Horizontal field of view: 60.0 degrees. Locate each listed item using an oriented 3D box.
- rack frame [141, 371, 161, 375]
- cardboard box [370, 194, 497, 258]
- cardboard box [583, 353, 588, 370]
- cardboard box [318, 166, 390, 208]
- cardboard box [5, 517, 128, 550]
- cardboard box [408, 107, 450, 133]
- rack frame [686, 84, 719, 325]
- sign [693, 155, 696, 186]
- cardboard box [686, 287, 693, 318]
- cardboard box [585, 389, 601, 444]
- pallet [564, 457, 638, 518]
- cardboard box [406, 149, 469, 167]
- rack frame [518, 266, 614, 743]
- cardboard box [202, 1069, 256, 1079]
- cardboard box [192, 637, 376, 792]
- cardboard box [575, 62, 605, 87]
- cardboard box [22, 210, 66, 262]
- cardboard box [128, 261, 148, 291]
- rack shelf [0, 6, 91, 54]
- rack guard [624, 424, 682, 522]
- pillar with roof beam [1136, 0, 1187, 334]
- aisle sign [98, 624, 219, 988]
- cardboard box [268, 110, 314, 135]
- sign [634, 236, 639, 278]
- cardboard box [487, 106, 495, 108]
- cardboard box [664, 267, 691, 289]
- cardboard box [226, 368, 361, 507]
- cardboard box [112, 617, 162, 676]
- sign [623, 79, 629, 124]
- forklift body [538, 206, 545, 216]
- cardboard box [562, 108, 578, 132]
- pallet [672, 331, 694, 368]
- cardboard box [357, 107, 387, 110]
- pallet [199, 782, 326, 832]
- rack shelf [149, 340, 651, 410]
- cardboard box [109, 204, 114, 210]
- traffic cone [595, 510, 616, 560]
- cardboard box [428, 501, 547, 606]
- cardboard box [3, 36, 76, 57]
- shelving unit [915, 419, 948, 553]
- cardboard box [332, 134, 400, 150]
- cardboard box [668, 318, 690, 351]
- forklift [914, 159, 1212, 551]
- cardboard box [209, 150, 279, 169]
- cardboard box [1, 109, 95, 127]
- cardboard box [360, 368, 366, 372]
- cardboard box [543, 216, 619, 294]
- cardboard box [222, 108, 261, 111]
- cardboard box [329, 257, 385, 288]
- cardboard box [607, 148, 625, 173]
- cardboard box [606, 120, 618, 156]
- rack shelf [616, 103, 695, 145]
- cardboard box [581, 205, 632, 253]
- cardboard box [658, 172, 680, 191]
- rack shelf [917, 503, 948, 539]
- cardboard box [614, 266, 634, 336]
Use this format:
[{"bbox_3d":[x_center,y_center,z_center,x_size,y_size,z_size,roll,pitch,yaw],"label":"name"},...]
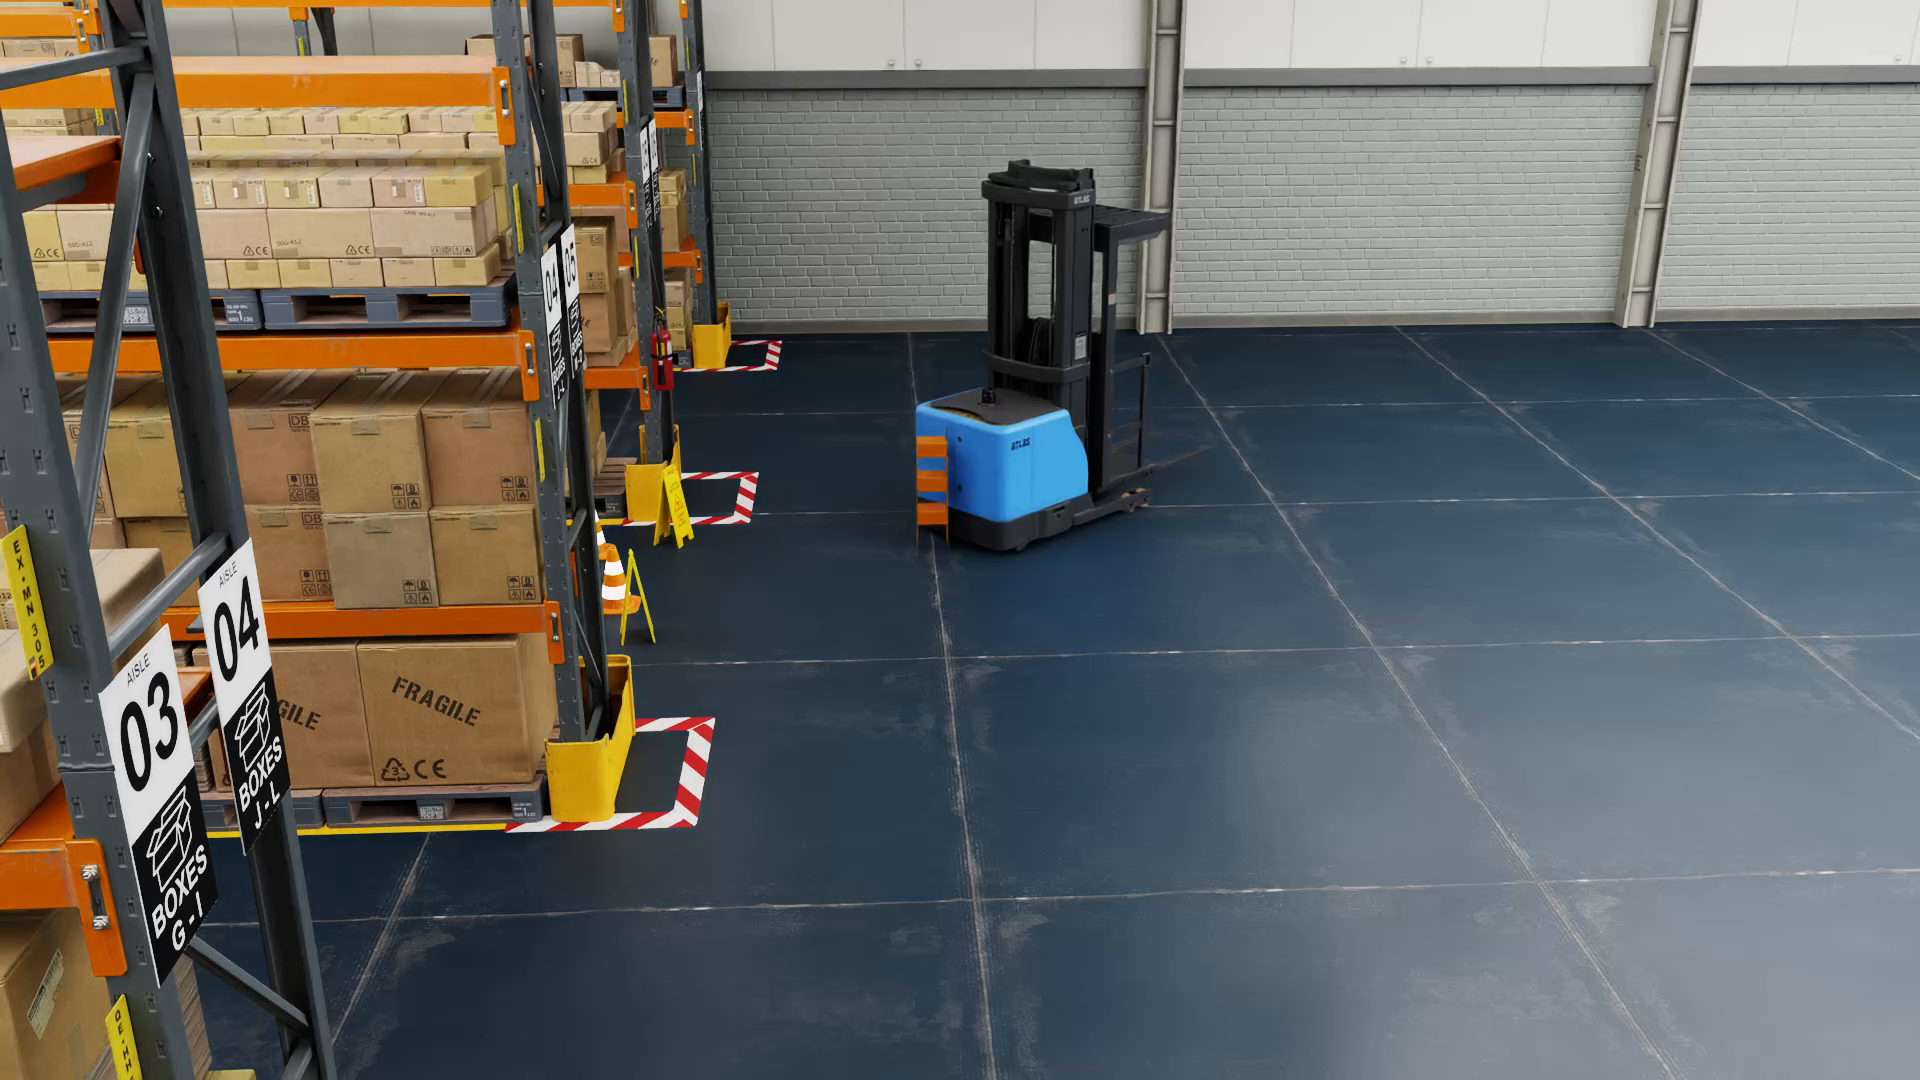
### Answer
[{"bbox_3d":[-6.583,-1.685,13.831,0.127,3.000,1.000,-1,21,-3],"label":"rack frame"},{"bbox_3d":[-2.679,-1.615,8.492,0.500,0.250,0.500,-1,21,-2],"label":"cardboard box"},{"bbox_3d":[-3.197,-1.521,13.753,0.250,0.149,0.380,-1,21,-4],"label":"cardboard box"},{"bbox_3d":[-3.028,-1.773,8.348,0.250,0.149,0.380,-1,21,-2],"label":"cardboard box"},{"bbox_3d":[-4.738,0.001,9.192,0.550,0.550,0.875,-1,21,-3],"label":"cardboard box"},{"bbox_3d":[-4.187,-3.323,13.150,0.250,0.149,0.380,-2,21,-5],"label":"cardboard box"},{"bbox_3d":[-2.877,-3.530,18.676,0.127,3.000,1.000,-1,21,-3],"label":"rack frame"},{"bbox_3d":[-2.860,-3.988,17.921,0.005,0.325,0.100,-1,21,-3],"label":"sign"},{"bbox_3d":[-3.358,-2.739,19.170,0.500,0.250,0.500,-1,21,-2],"label":"cardboard box"},{"bbox_3d":[-3.434,-1.109,14.539,0.500,0.500,0.500,-2,21,-5],"label":"cardboard box"},{"bbox_3d":[-3.479,-0.458,14.527,1.213,0.211,1.003,-1,21,-3],"label":"pallet"},{"bbox_3d":[-2.808,-2.012,8.975,0.250,0.149,0.380,-1,21,-3],"label":"cardboard box"},{"bbox_3d":[-2.206,-0.010,9.432,0.127,3.000,1.000,-1,21,-3],"label":"rack frame"},{"bbox_3d":[-2.322,1.792,5.050,0.250,0.149,0.380,-1,21,-3],"label":"cardboard box"},{"bbox_3d":[-3.758,0.843,9.588,0.875,0.875,0.875,-1,21,-4],"label":"cardboard box"},{"bbox_3d":[-3.940,-4.982,17.732,0.258,0.266,0.396,-1,21,-3],"label":"cardboard box"},{"bbox_3d":[-4.688,-1.574,8.386,0.500,0.250,0.500,-1,21,-4],"label":"cardboard box"},{"bbox_3d":[-4.042,-1.380,8.435,0.250,0.149,0.380,-1,21,-2],"label":"cardboard box"},{"bbox_3d":[-8.580,-3.925,12.856,4.000,0.370,1.077,-1,21,-3],"label":"rack shelf"},{"bbox_3d":[-2.666,-0.597,14.485,0.348,0.500,1.175,-1,21,-3],"label":"rack guard"},{"bbox_3d":[2.613,-5.232,14.716,0.400,9.000,9.100,-1,21,-3],"label":"pillar with roof beam"},{"bbox_3d":[-1.945,0.644,4.059,0.004,0.787,0.394,-1,21,-3],"label":"aisle sign"},{"bbox_3d":[-5.219,-3.269,13.009,0.250,0.149,0.380,-2,21,-5],"label":"cardboard box"},{"bbox_3d":[-2.578,-2.258,13.264,0.005,0.325,0.100,-1,21,-3],"label":"sign"},{"bbox_3d":[-3.715,-3.516,13.657,0.250,0.149,0.380,-1,21,-3],"label":"cardboard box"},{"bbox_3d":[-3.367,-2.966,19.063,0.500,0.250,0.500,-1,21,-4],"label":"cardboard box"},{"bbox_3d":[-3.690,-0.584,9.211,0.550,0.550,0.875,-1,21,-3],"label":"cardboard box"},{"bbox_3d":[-2.520,0.340,4.507,0.500,0.250,0.500,-1,21,-1],"label":"cardboard box"},{"bbox_3d":[-2.578,-3.384,12.835,0.005,0.325,0.100,-1,21,-3],"label":"sign"},{"bbox_3d":[-4.666,-2.446,17.024,1.214,2.155,2.313,-1,21,-3],"label":"forklift body"},{"bbox_3d":[-3.170,-3.320,13.143,0.250,0.149,0.380,-1,21,-2],"label":"cardboard box"},{"bbox_3d":[-3.638,-2.196,19.092,1.213,0.211,1.003,-1,21,-3],"label":"pallet"},{"bbox_3d":[-4.737,-3.492,13.593,0.250,0.149,0.380,-1,21,-2],"label":"cardboard box"},{"bbox_3d":[-4.215,1.361,9.750,1.213,0.211,1.003,-1,21,-3],"label":"pallet"},{"bbox_3d":[-4.586,-1.390,14.066,4.000,0.370,1.077,-1,21,-3],"label":"rack shelf"},{"bbox_3d":[-4.046,-1.752,8.292,0.250,0.149,0.380,-1,21,-3],"label":"cardboard box"},{"bbox_3d":[-2.945,-0.114,13.270,0.334,0.463,0.336,-1,21,-3],"label":"traffic cone"},{"bbox_3d":[-2.574,-0.057,9.343,0.550,0.550,0.875,-1,21,-3],"label":"cardboard box"},{"bbox_3d":[-9.629,-5.033,17.537,0.500,0.500,0.700,-2,21,-4],"label":"cardboard box"},{"bbox_3d":[-0.225,-0.428,13.269,0.252,1.050,0.215,-1,21,-3],"label":"shelving unit"},{"bbox_3d":[-4.609,-3.098,13.119,0.500,0.250,0.500,-1,21,-3],"label":"cardboard box"},{"bbox_3d":[-3.328,-2.319,18.771,0.500,0.250,0.500,-1,21,-3],"label":"cardboard box"},{"bbox_3d":[1.015,-1.716,14.009,1.130,2.935,3.031,19,28,41],"label":"forklift"},{"bbox_3d":[-3.827,-1.991,8.921,0.250,0.149,0.380,-1,21,-4],"label":"cardboard box"},{"bbox_3d":[-7.155,-3.390,13.011,0.500,0.250,0.500,-1,21,-2],"label":"cardboard box"},{"bbox_3d":[-4.973,-1.483,13.653,0.250,0.149,0.380,-1,21,-3],"label":"cardboard box"},{"bbox_3d":[-3.087,-2.331,13.565,0.500,0.500,0.700,-2,21,-4],"label":"cardboard box"},{"bbox_3d":[-5.759,-3.432,13.437,0.250,0.149,0.380,-1,21,-2],"label":"cardboard box"},{"bbox_3d":[-3.027,-1.400,8.489,0.250,0.149,0.380,-1,21,-2],"label":"cardboard box"},{"bbox_3d":[-2.939,-3.159,13.841,0.250,0.149,0.380,-1,21,-3],"label":"cardboard box"},{"bbox_3d":[-3.107,-3.322,13.707,0.500,0.250,0.500,-2,21,-4],"label":"cardboard box"},{"bbox_3d":[-4.873,-4.555,18.163,4.000,0.370,1.077,-1,21,-3],"label":"rack shelf"},{"bbox_3d":[-3.872,-3.466,18.368,0.500,0.500,0.500,-1,21,-1],"label":"cardboard box"},{"bbox_3d":[-3.222,-3.936,18.274,0.250,0.149,0.380,-1,21,-3],"label":"cardboard box"},{"bbox_3d":[-0.225,-0.158,13.371,0.240,0.259,0.215,-1,21,-3],"label":"rack shelf"},{"bbox_3d":[-3.078,-2.041,14.208,0.500,0.500,0.500,-1,21,-4],"label":"cardboard box"}]
